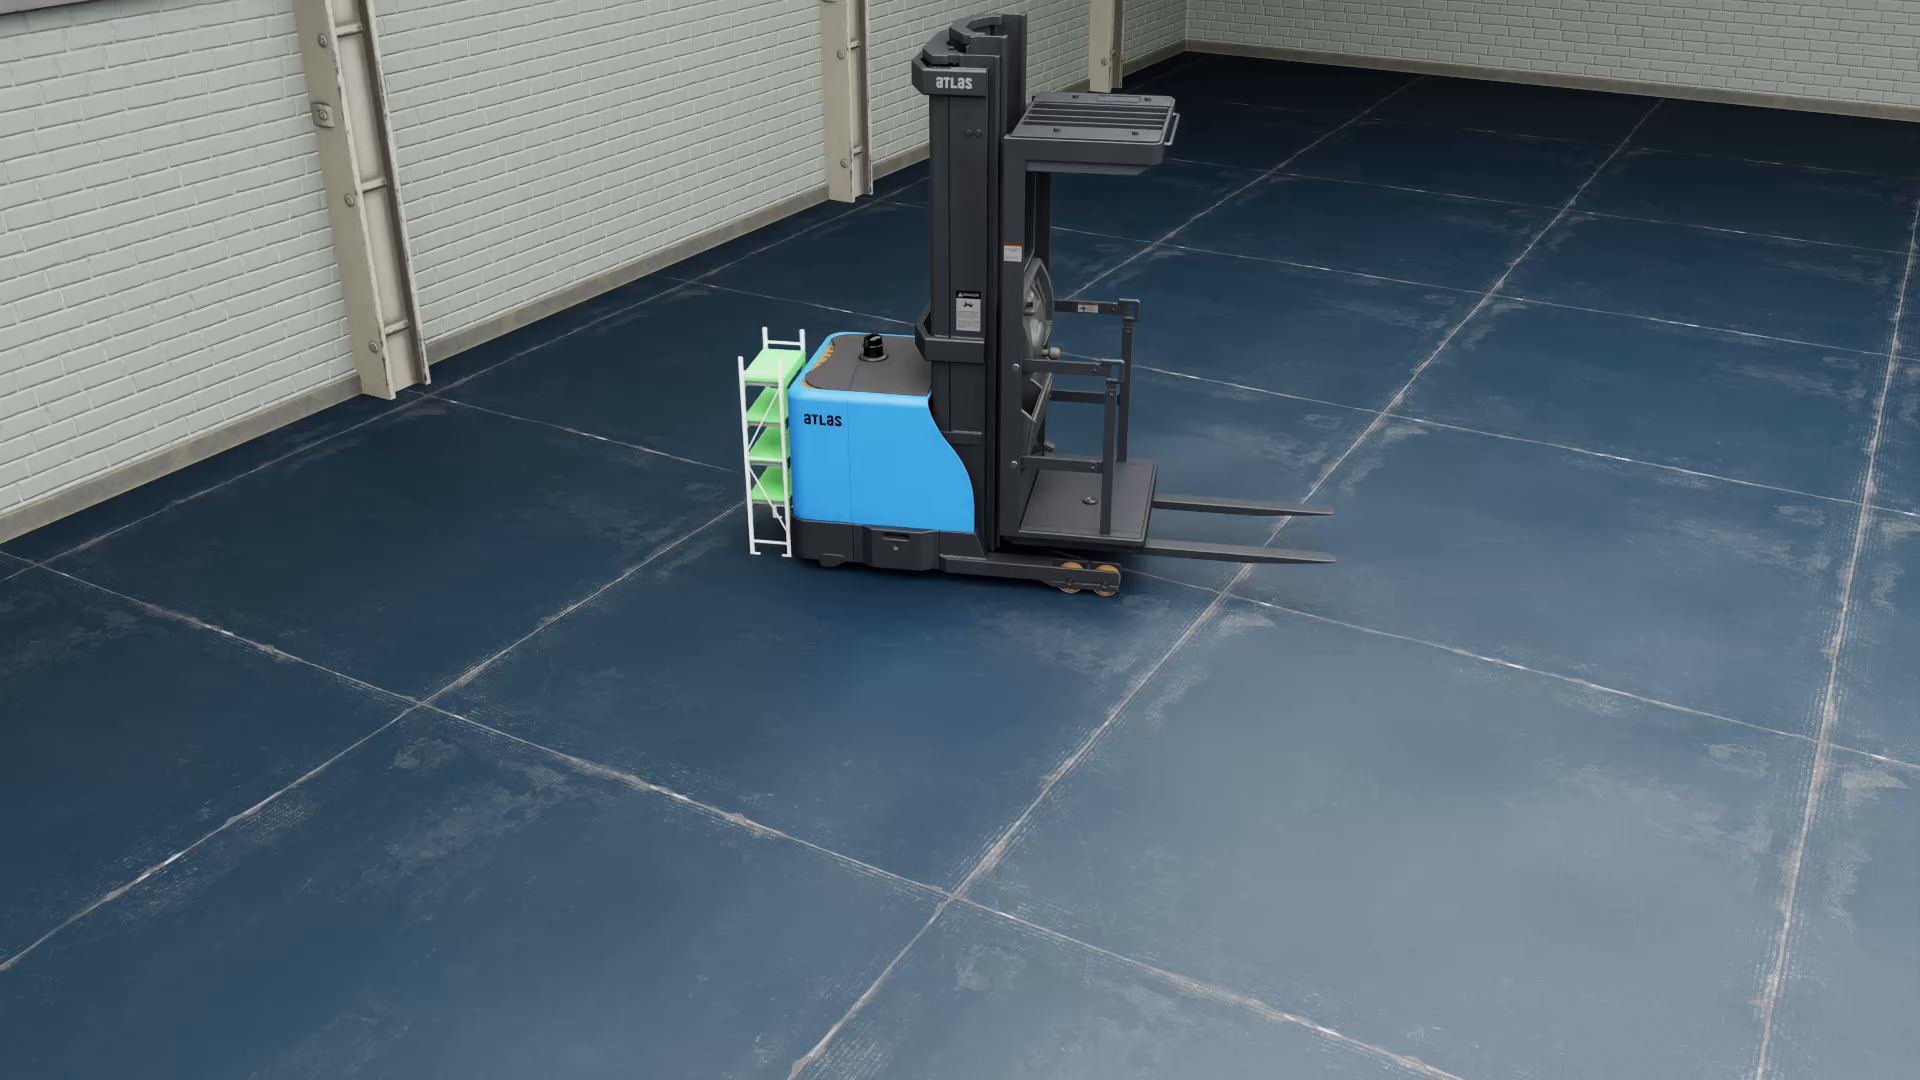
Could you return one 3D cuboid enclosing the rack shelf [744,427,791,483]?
[{"bbox_3d":[-1.047,-0.501,9.553,0.258,0.148,0.480,4,27,9],"label":"rack shelf"}]

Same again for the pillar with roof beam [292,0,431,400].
[{"bbox_3d":[-0.304,-4.173,8.034,9.100,9.000,0.400,14,30,26],"label":"pillar with roof beam"}]

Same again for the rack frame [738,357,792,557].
[{"bbox_3d":[-1.088,-0.450,9.309,0.240,1.200,0.015,4,27,9],"label":"rack frame"}]

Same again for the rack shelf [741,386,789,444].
[{"bbox_3d":[-1.047,-0.715,9.445,0.258,0.148,0.480,4,27,9],"label":"rack shelf"}]

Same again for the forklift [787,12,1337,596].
[{"bbox_3d":[0.613,-1.262,8.996,3.031,2.935,1.130,5,27,9],"label":"forklift"}]

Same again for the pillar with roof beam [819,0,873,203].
[{"bbox_3d":[2.648,-6.512,12.705,9.100,9.000,0.400,14,30,26],"label":"pillar with roof beam"}]

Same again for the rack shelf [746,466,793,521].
[{"bbox_3d":[-1.047,-0.286,9.660,0.258,0.148,0.480,4,27,9],"label":"rack shelf"}]

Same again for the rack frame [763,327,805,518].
[{"bbox_3d":[-1.006,-0.666,9.739,0.240,1.200,0.015,4,27,9],"label":"rack frame"}]

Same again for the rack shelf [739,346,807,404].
[{"bbox_3d":[-1.047,-0.930,9.338,0.258,0.148,0.480,4,27,9],"label":"rack shelf"}]

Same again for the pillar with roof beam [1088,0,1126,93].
[{"bbox_3d":[5.599,-8.850,17.376,9.100,9.000,0.400,14,30,26],"label":"pillar with roof beam"}]

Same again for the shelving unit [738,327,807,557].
[{"bbox_3d":[-1.047,-0.558,9.524,0.258,1.200,0.503,4,27,9],"label":"shelving unit"}]
